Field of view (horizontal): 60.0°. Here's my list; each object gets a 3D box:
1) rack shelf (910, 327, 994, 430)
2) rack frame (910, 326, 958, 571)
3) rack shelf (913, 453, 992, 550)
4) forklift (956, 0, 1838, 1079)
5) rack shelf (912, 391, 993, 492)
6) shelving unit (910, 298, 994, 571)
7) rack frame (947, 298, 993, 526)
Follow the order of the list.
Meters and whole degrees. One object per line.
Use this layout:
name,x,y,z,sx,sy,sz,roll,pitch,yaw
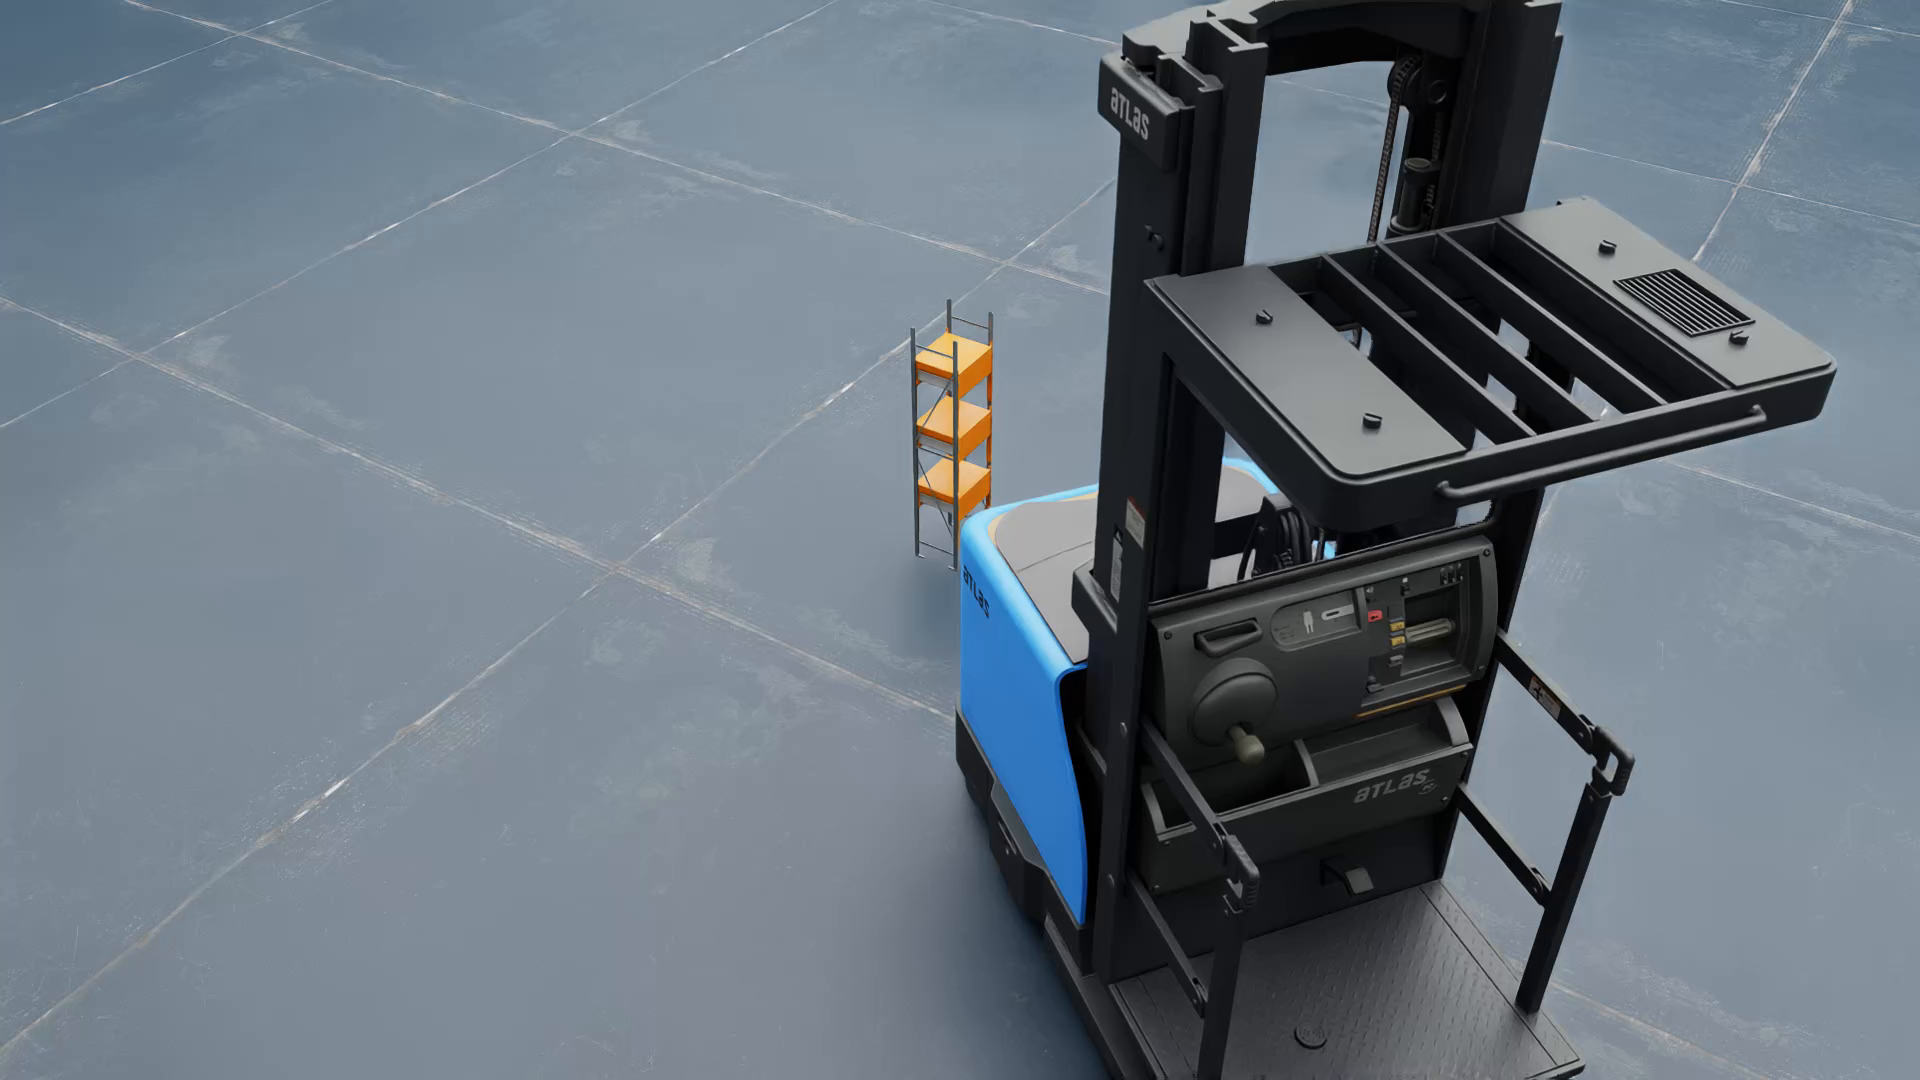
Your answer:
rack shelf,-0.029,-0.605,6.227,0.215,0.259,0.240,21,42,25
rack frame,-0.094,-0.325,6.312,0.200,1.050,0.008,21,42,25
rack shelf,-0.029,-0.160,6.570,0.215,0.259,0.240,21,42,25
forklift,0.984,0.345,3.902,1.130,2.935,3.031,-13,40,-16
rack shelf,-0.029,-0.380,6.400,0.215,0.259,0.240,21,42,25
shelving unit,-0.029,-0.388,6.394,0.215,1.050,0.252,21,42,25
rack frame,0.037,-0.451,6.475,0.200,1.050,0.008,21,42,25
